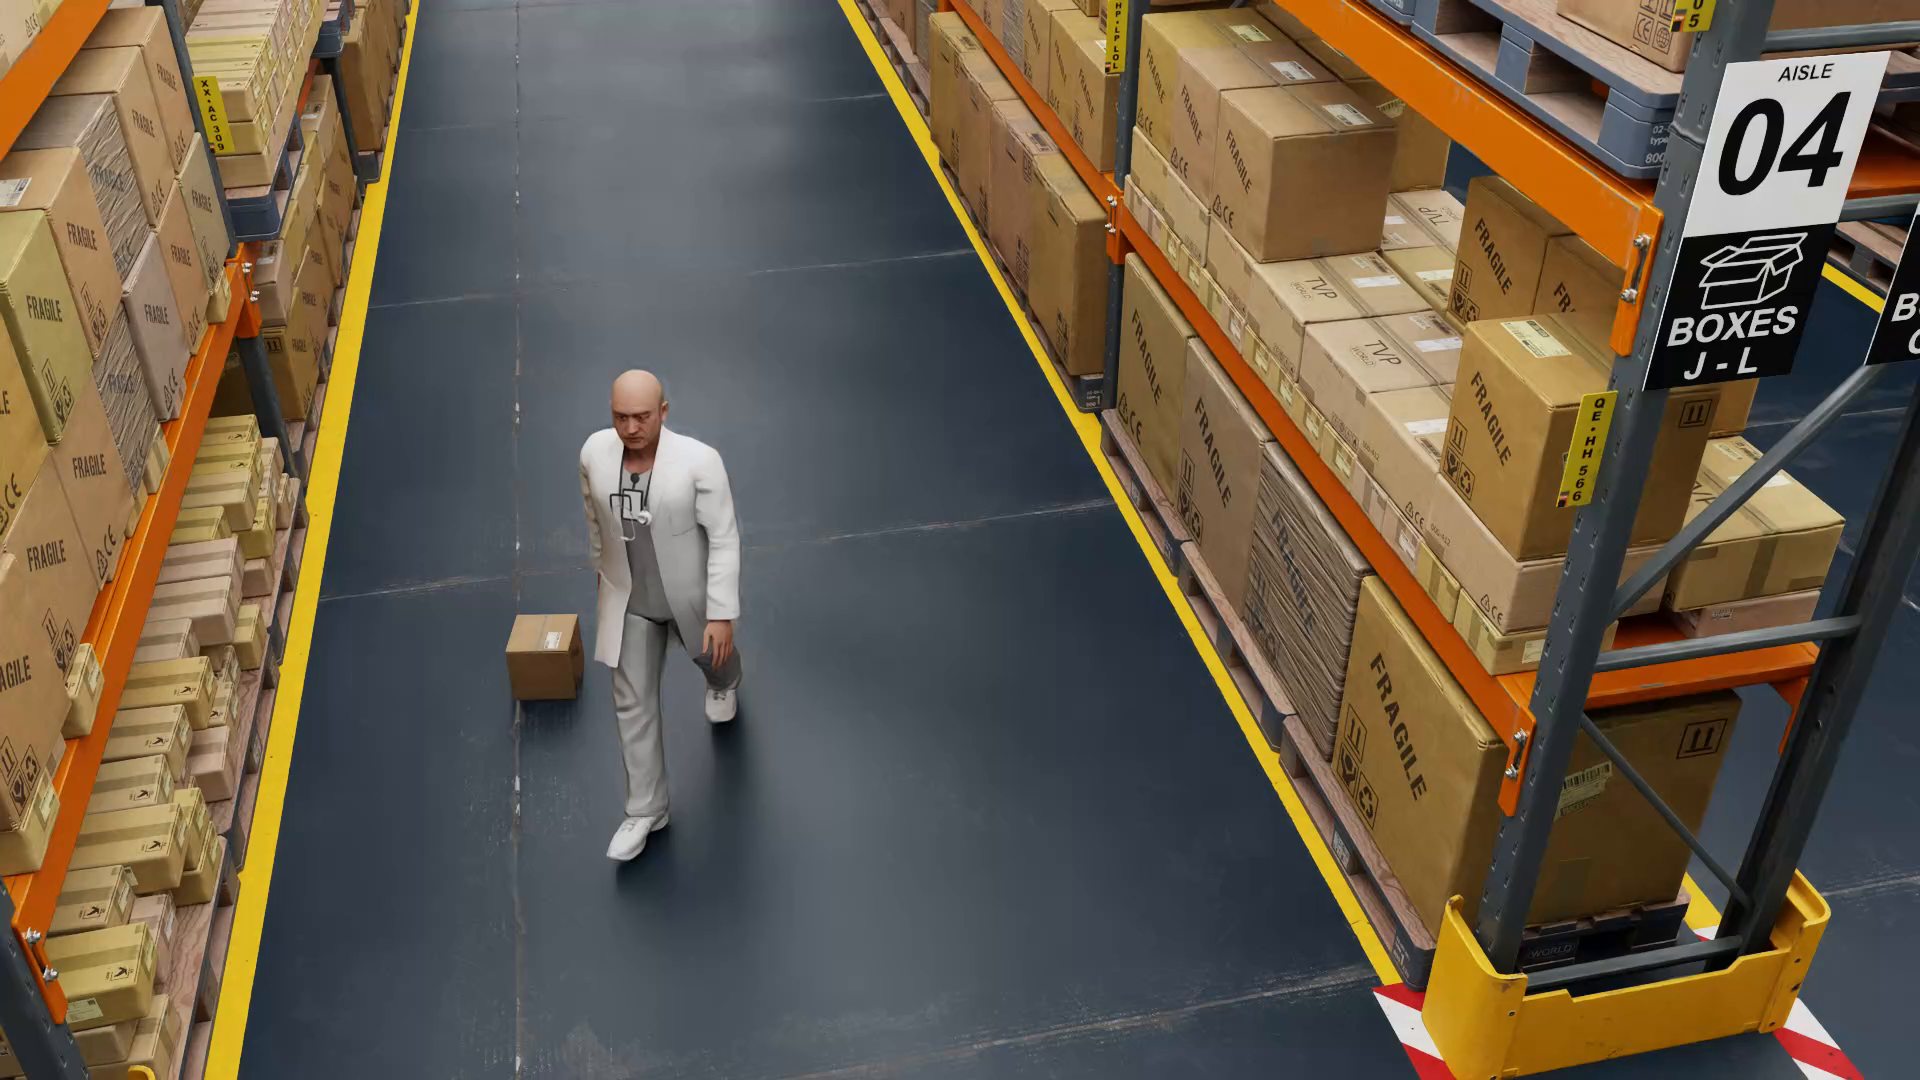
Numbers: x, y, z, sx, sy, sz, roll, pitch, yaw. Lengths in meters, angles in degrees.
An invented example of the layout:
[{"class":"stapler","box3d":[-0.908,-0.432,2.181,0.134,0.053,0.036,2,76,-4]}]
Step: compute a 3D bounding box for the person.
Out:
[{"class":"person","box3d":[-1.051,0.180,5.903,0.617,1.737,1.147,3,34,5]}]
